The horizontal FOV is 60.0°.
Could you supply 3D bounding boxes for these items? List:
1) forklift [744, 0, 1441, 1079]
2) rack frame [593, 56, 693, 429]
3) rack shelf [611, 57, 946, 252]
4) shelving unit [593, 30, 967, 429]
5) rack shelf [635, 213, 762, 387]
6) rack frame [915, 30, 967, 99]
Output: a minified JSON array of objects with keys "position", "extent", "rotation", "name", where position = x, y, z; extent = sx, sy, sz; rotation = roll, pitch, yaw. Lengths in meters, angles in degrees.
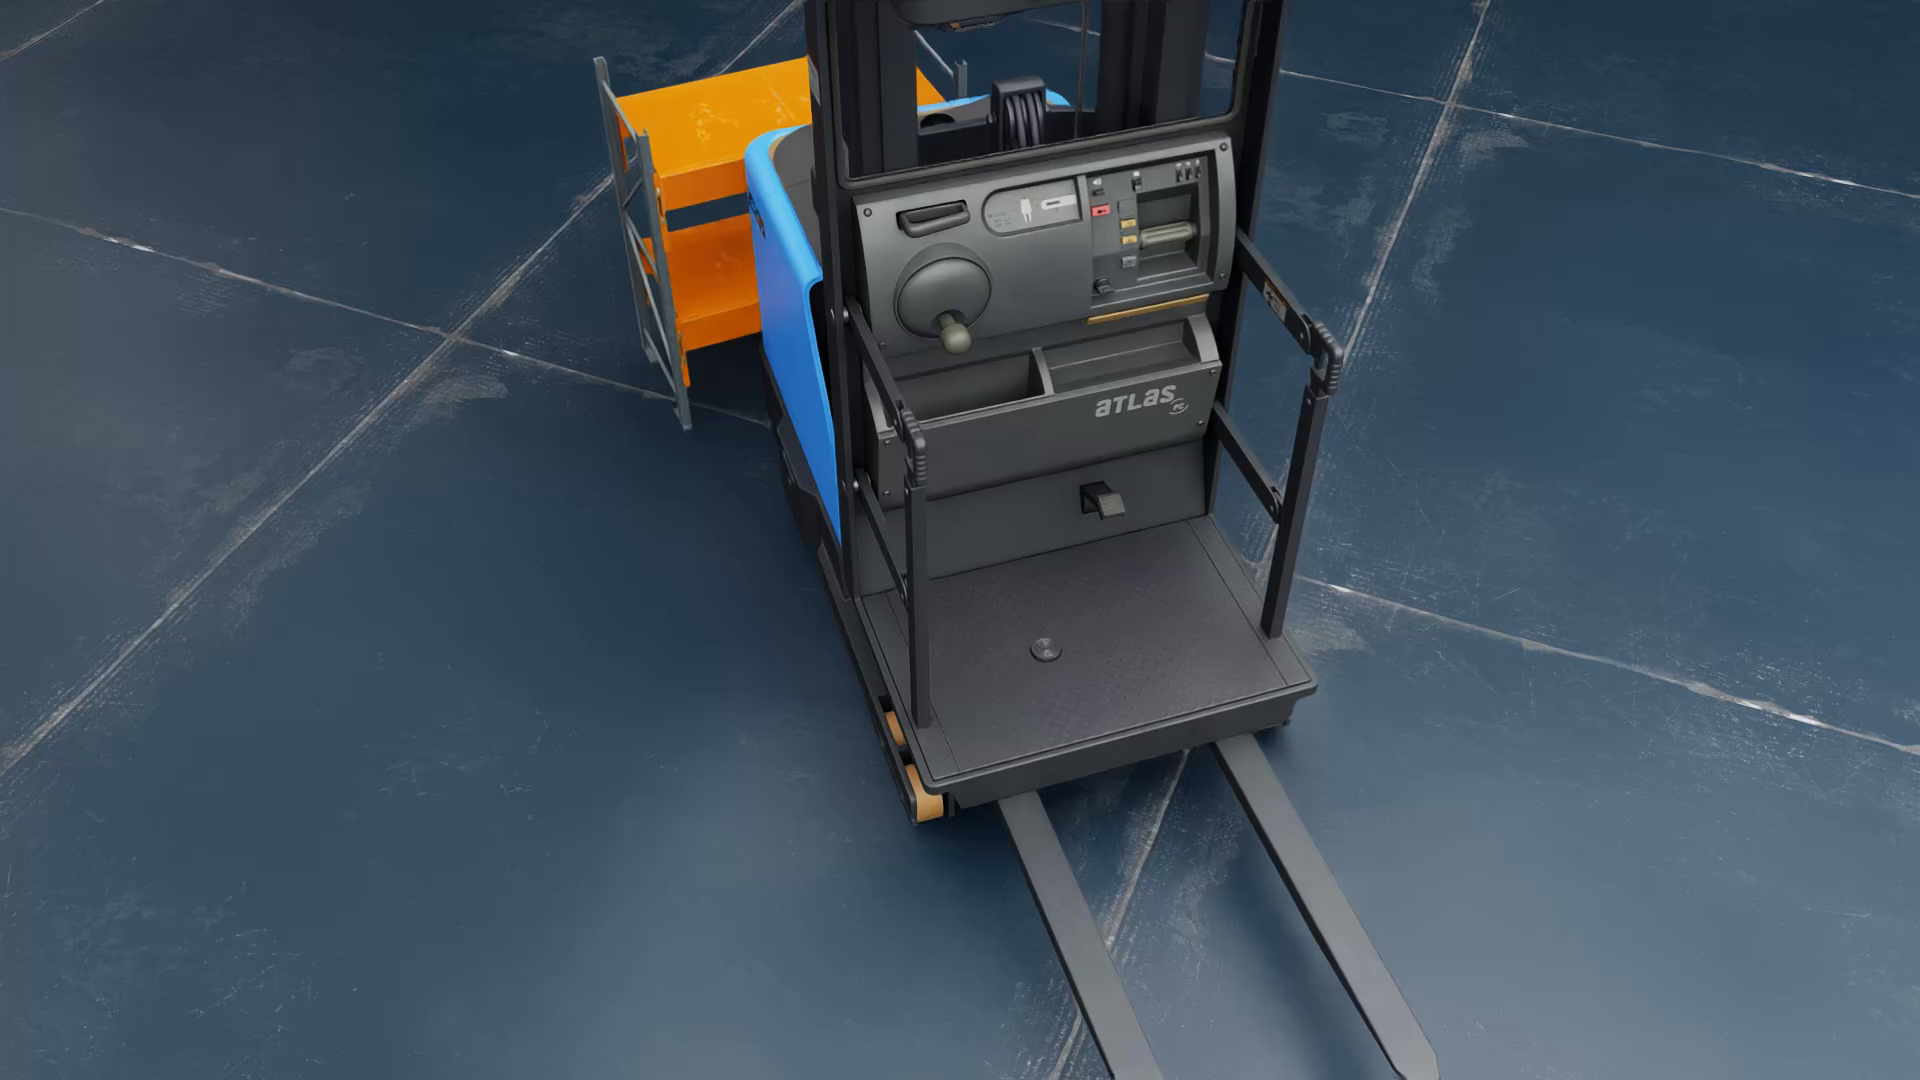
[{"position":[0.285,-0.607,3.782],"extent":[1.130,2.935,3.031],"rotation":[-13,46,-13],"name":"forklift"},{"position":[-1.022,-0.939,5.396],"extent":[0.032,1.125,0.500],"rotation":[-18,47,-17],"name":"rack frame"},{"position":[-0.558,-1.293,5.337],"extent":[1.000,0.278,0.538],"rotation":[-18,47,-17],"name":"rack shelf"},{"position":[-0.558,-1.085,5.543],"extent":[1.048,1.125,0.538],"rotation":[-18,47,-17],"name":"shelving unit"},{"position":[-0.558,-0.912,5.716],"extent":[1.000,0.278,0.538],"rotation":[-18,47,-17],"name":"rack shelf"},{"position":[-0.094,-1.232,5.690],"extent":[0.032,1.125,0.500],"rotation":[-18,47,-17],"name":"rack frame"}]
